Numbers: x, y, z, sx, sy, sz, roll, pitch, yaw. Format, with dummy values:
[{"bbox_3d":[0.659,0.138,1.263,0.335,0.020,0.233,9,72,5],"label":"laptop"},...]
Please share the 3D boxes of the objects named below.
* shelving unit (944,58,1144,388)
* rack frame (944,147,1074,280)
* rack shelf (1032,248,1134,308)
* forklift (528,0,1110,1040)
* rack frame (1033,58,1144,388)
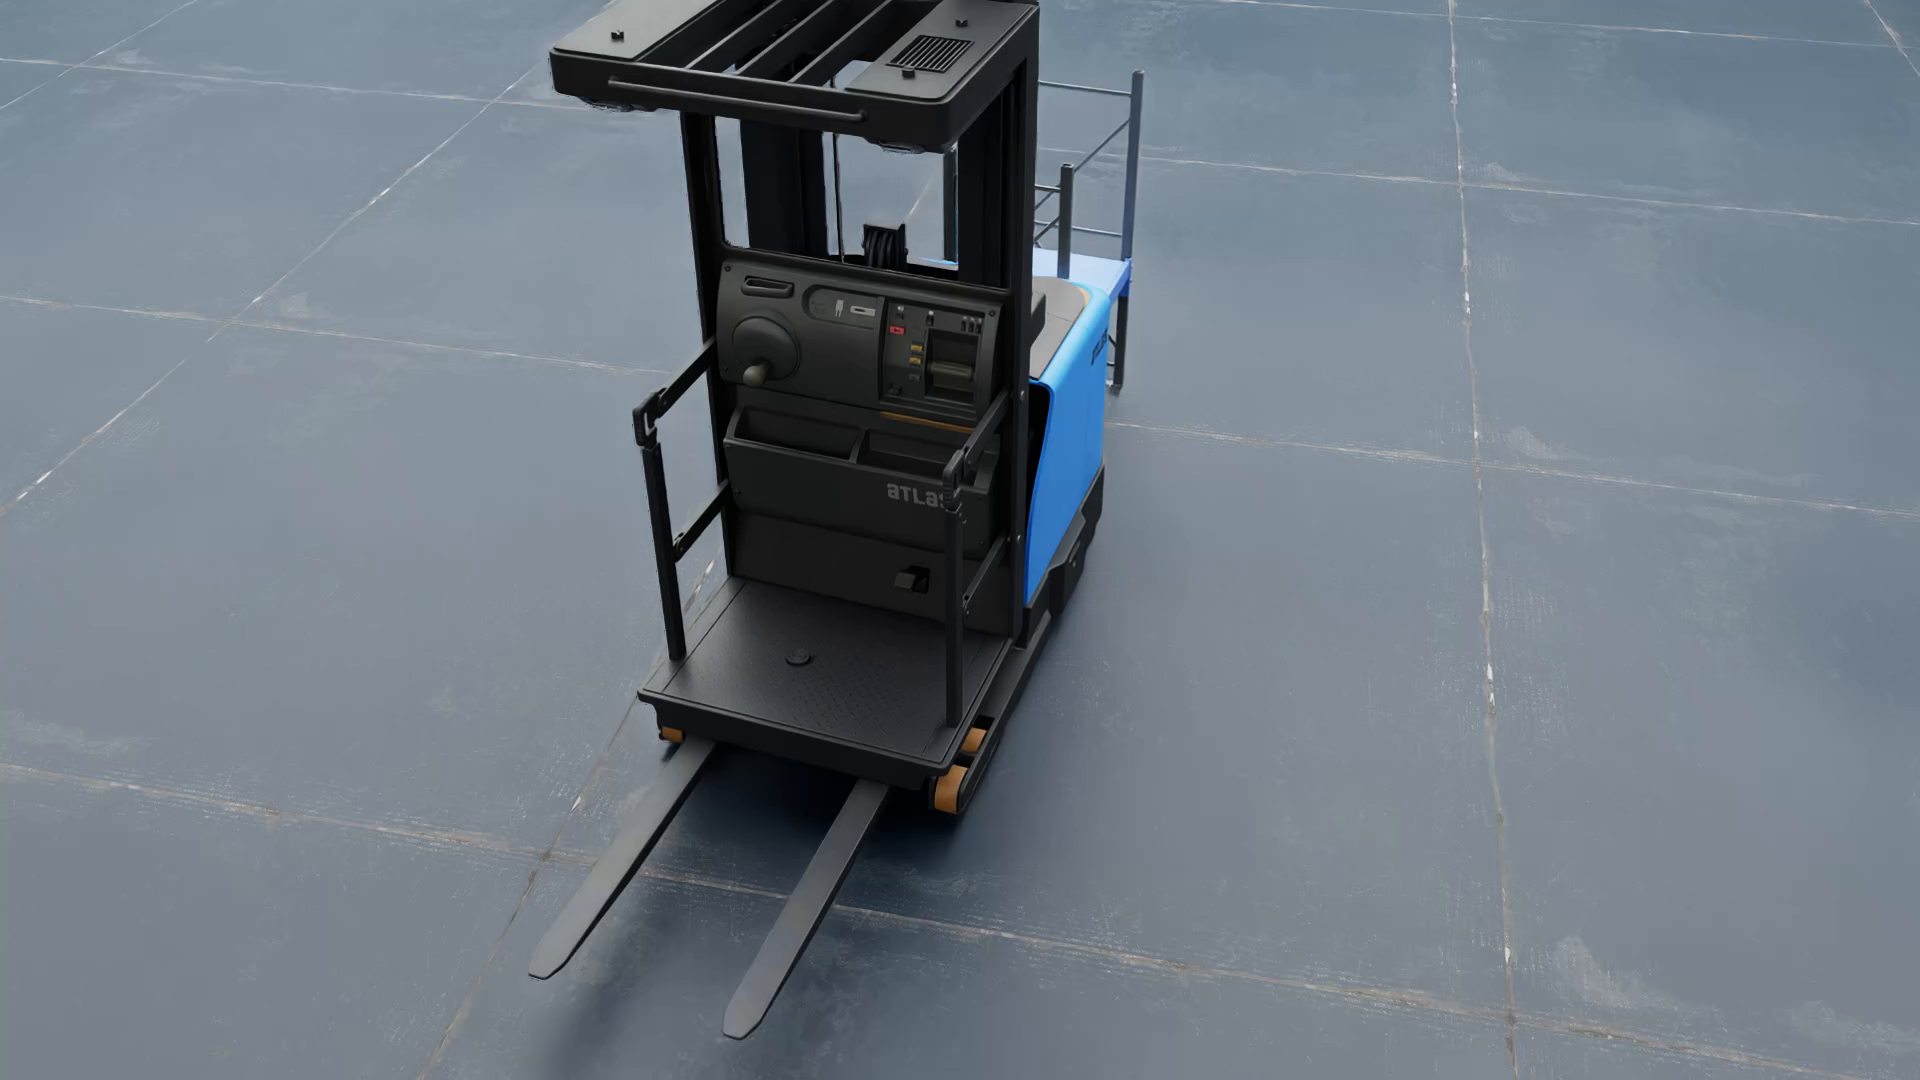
[{"bbox_3d":[0.350,-1.090,6.976,0.538,1.500,1.048,12,38,16],"label":"shelving unit"},{"bbox_3d":[0.179,-0.809,6.589,0.500,1.500,0.032,12,38,16],"label":"rack frame"},{"bbox_3d":[0.350,-0.945,7.082,0.538,0.185,1.000,12,38,16],"label":"rack shelf"},{"bbox_3d":[-0.396,-0.555,5.018,1.130,2.935,3.031,12,38,16],"label":"forklift"},{"bbox_3d":[0.521,-1.371,7.364,0.500,1.500,0.032,12,38,16],"label":"rack frame"}]
